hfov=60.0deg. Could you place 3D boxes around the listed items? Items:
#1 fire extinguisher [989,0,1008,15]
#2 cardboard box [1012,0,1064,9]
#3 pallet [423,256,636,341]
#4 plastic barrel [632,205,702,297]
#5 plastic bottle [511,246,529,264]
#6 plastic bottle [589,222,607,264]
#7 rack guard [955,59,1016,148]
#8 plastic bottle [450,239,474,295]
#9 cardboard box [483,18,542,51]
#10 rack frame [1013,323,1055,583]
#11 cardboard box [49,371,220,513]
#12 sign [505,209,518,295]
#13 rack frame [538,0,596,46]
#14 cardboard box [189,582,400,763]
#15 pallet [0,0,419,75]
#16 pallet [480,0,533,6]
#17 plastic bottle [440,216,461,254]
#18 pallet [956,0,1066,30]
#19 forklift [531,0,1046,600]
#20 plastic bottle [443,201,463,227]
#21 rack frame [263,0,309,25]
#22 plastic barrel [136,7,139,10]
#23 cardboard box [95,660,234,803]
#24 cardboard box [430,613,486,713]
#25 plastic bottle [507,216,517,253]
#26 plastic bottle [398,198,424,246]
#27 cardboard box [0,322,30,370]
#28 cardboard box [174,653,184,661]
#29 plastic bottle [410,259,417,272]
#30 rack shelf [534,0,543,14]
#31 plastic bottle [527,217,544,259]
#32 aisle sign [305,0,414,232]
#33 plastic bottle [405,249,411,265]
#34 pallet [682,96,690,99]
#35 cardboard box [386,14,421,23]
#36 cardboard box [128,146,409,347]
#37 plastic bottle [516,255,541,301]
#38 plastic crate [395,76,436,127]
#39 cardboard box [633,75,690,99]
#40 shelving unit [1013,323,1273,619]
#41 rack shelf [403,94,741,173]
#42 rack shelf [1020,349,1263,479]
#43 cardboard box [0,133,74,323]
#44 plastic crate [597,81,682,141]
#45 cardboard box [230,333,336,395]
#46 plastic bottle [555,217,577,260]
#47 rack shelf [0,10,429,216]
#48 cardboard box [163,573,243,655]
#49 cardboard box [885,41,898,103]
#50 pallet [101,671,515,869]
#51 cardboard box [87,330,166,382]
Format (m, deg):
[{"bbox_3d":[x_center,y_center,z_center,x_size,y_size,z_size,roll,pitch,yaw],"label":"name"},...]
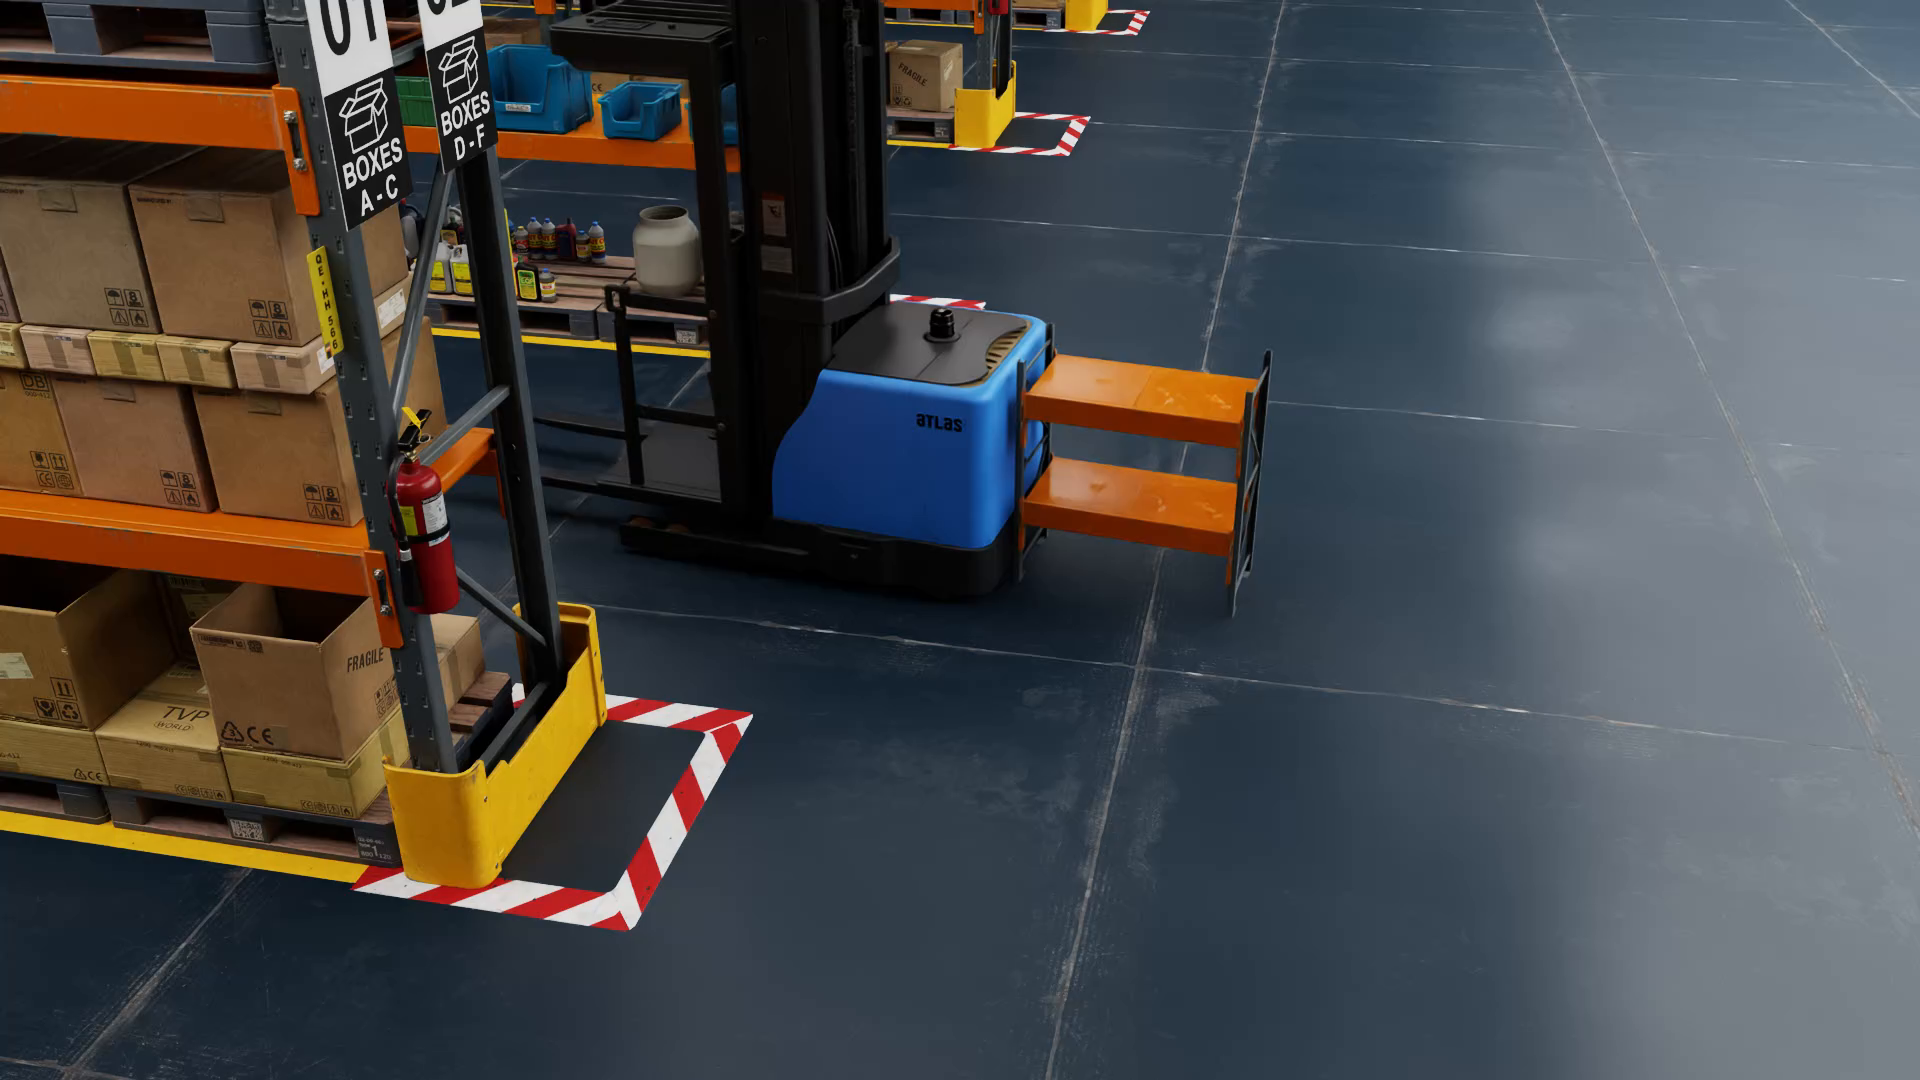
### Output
[{"bbox_3d":[0.322,-4.741,13.866,0.183,0.674,0.296,6,29,11],"label":"fire extinguisher"},{"bbox_3d":[0.763,-6.611,18.977,0.875,0.875,0.875,6,29,11],"label":"cardboard box"},{"bbox_3d":[-2.796,-1.646,11.037,1.213,0.211,1.003,6,29,11],"label":"pallet"},{"bbox_3d":[-1.878,-1.850,10.659,0.421,0.512,0.421,0,29,0],"label":"plastic barrel"},{"bbox_3d":[-2.835,-1.745,10.684,0.133,0.283,0.061,6,29,11],"label":"plastic bottle"},{"bbox_3d":[-2.437,-2.001,11.164,0.097,0.271,0.097,0,29,0],"label":"plastic bottle"},{"bbox_3d":[0.231,-3.914,14.878,0.348,0.500,1.175,6,29,11],"label":"rack guard"},{"bbox_3d":[-3.155,-1.753,10.628,0.185,0.351,0.144,7,29,13],"label":"plastic bottle"},{"bbox_3d":[-4.202,-4.572,15.622,0.500,0.500,0.700,4,29,7],"label":"cardboard box"},{"bbox_3d":[0.346,-0.405,7.818,0.032,1.125,0.500,9,30,17],"label":"rack frame"},{"bbox_3d":[-2.735,-0.498,5.932,0.500,0.500,0.700,7,29,12],"label":"cardboard box"},{"bbox_3d":[-1.645,-1.025,6.015,0.005,0.325,0.100,6,29,11],"label":"sign"},{"bbox_3d":[-3.606,-5.404,14.997,0.127,3.000,1.000,6,29,11],"label":"rack frame"},{"bbox_3d":[-2.353,0.428,5.989,0.500,0.500,0.500,6,29,11],"label":"cardboard box"},{"bbox_3d":[-2.453,-1.711,5.220,1.213,0.211,1.003,6,29,11],"label":"pallet"},{"bbox_3d":[-5.628,-6.787,20.426,1.213,0.211,1.003,6,29,11],"label":"pallet"},{"bbox_3d":[-3.443,-2.048,11.237,0.133,0.283,0.061,6,29,11],"label":"plastic bottle"},{"bbox_3d":[0.642,-6.142,19.249,1.213,0.211,1.003,6,29,11],"label":"pallet"},{"bbox_3d":[-1.138,-1.424,7.800,3.031,2.935,1.130,9,30,17],"label":"forklift"},{"bbox_3d":[-3.447,-2.128,11.314,0.185,0.351,0.144,6,29,10],"label":"plastic bottle"},{"bbox_3d":[-1.767,-2.982,4.326,0.127,3.000,1.000,6,29,11],"label":"rack frame"},{"bbox_3d":[-5.530,-3.336,11.079,0.433,0.535,0.433,0,29,0],"label":"plastic barrel"},{"bbox_3d":[-2.844,0.712,6.253,0.500,0.250,0.500,6,29,11],"label":"cardboard box"},{"bbox_3d":[-2.245,0.513,6.616,0.500,0.250,0.500,6,29,11],"label":"cardboard box"},{"bbox_3d":[-3.068,-2.066,11.283,0.097,0.271,0.097,0,29,0],"label":"plastic bottle"},{"bbox_3d":[-3.763,-2.160,11.373,0.185,0.351,0.144,4,29,8],"label":"plastic bottle"},{"bbox_3d":[-3.189,-0.732,5.683,0.250,0.149,0.380,7,29,12],"label":"cardboard box"},{"bbox_3d":[-3.223,0.414,6.796,0.500,0.250,0.500,6,29,11],"label":"cardboard box"},{"bbox_3d":[-3.481,-1.709,10.704,0.097,0.201,0.097,0,29,0],"label":"plastic bottle"},{"bbox_3d":[-5.562,-5.289,15.536,4.000,0.370,1.077,6,29,11],"label":"rack shelf"},{"bbox_3d":[-2.870,-2.045,11.246,0.097,0.271,0.097,0,29,0],"label":"plastic bottle"},{"bbox_3d":[-1.764,-1.347,4.879,0.004,0.787,0.394,6,29,11],"label":"aisle sign"},{"bbox_3d":[-3.601,-1.782,10.764,0.097,0.271,0.097,0,29,0],"label":"plastic bottle"},{"bbox_3d":[-2.942,-4.130,15.574,1.213,0.211,1.003,6,29,11],"label":"pallet"},{"bbox_3d":[-5.212,-4.685,15.828,0.500,0.500,0.700,3,29,6],"label":"cardboard box"},{"bbox_3d":[-2.272,-1.022,5.538,0.500,0.500,0.700,6,29,11],"label":"cardboard box"},{"bbox_3d":[-2.734,-1.660,10.528,0.133,0.283,0.061,7,29,12],"label":"plastic bottle"},{"bbox_3d":[-3.372,-2.716,10.308,0.662,0.188,0.450,6,29,11],"label":"plastic crate"},{"bbox_3d":[-2.661,-4.379,15.290,0.500,0.500,0.500,16,32,26],"label":"cardboard box"},{"bbox_3d":[0.827,-0.326,7.673,1.048,1.125,0.538,9,30,17],"label":"shelving unit"},{"bbox_3d":[-2.684,-2.562,10.555,4.000,0.370,1.077,6,29,11],"label":"rack shelf"},{"bbox_3d":[0.827,-0.582,7.533,1.000,0.278,0.538,9,30,17],"label":"rack shelf"},{"bbox_3d":[-3.281,-1.122,5.721,0.500,0.500,0.700,6,29,11],"label":"cardboard box"},{"bbox_3d":[-1.914,-2.589,10.010,0.408,0.251,0.499,6,29,11],"label":"plastic crate"},{"bbox_3d":[-2.180,-0.628,5.494,0.250,0.149,0.380,5,29,10],"label":"cardboard box"},{"bbox_3d":[-2.654,-2.038,11.219,0.133,0.283,0.061,6,29,11],"label":"plastic bottle"},{"bbox_3d":[-3.722,-1.552,5.586,4.000,0.370,1.077,6,29,11],"label":"rack shelf"},{"bbox_3d":[-2.734,0.135,6.525,0.500,0.500,0.500,6,29,11],"label":"cardboard box"},{"bbox_3d":[-0.893,-4.205,14.972,0.500,0.500,0.500,14,32,24],"label":"cardboard box"},{"bbox_3d":[-2.523,0.815,6.541,1.213,0.211,1.003,6,29,11],"label":"pallet"},{"bbox_3d":[-2.686,-0.679,5.587,0.250,0.149,0.380,5,29,10],"label":"cardboard box"}]
